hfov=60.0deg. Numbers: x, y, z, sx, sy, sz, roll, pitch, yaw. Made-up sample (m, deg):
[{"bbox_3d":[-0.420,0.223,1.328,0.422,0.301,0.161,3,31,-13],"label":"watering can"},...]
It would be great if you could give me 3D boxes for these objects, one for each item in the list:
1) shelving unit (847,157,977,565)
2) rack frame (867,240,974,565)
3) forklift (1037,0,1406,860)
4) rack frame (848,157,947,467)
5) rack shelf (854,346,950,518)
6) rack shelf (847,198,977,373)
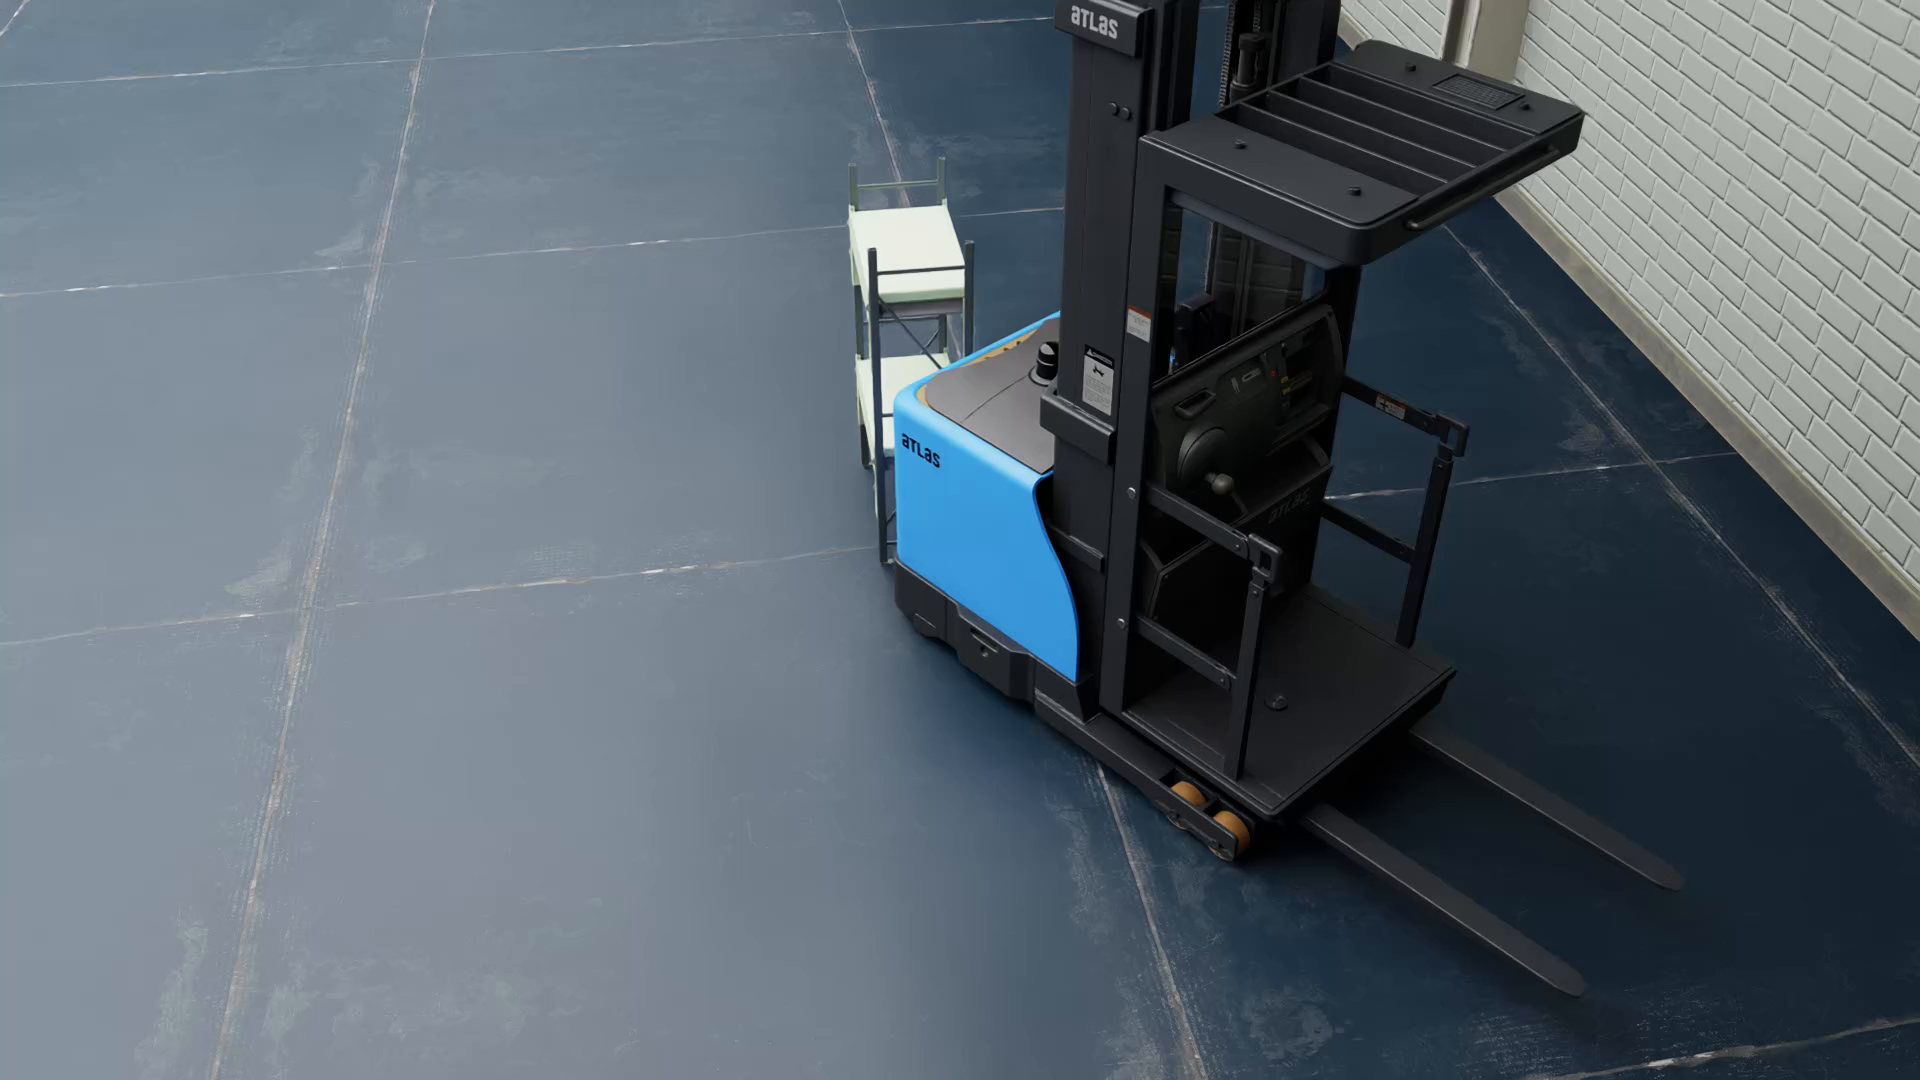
[{"bbox_3d":[-0.203,-0.732,6.970,0.431,1.500,0.755,-5,38,-7],"label":"shelving unit"},{"bbox_3d":[-0.147,-0.510,6.684,0.400,1.500,0.023,-5,38,-7],"label":"rack frame"},{"bbox_3d":[1.101,-0.399,5.374,1.121,2.935,3.031,-30,47,-33],"label":"forklift"},{"bbox_3d":[-0.258,-0.954,7.255,0.400,1.500,0.023,-5,38,-7],"label":"rack frame"},{"bbox_3d":[-0.203,-0.475,7.170,0.431,0.370,0.720,-5,38,-7],"label":"rack shelf"},{"bbox_3d":[-0.203,-1.040,6.730,0.431,0.370,0.720,-5,38,-7],"label":"rack shelf"}]
